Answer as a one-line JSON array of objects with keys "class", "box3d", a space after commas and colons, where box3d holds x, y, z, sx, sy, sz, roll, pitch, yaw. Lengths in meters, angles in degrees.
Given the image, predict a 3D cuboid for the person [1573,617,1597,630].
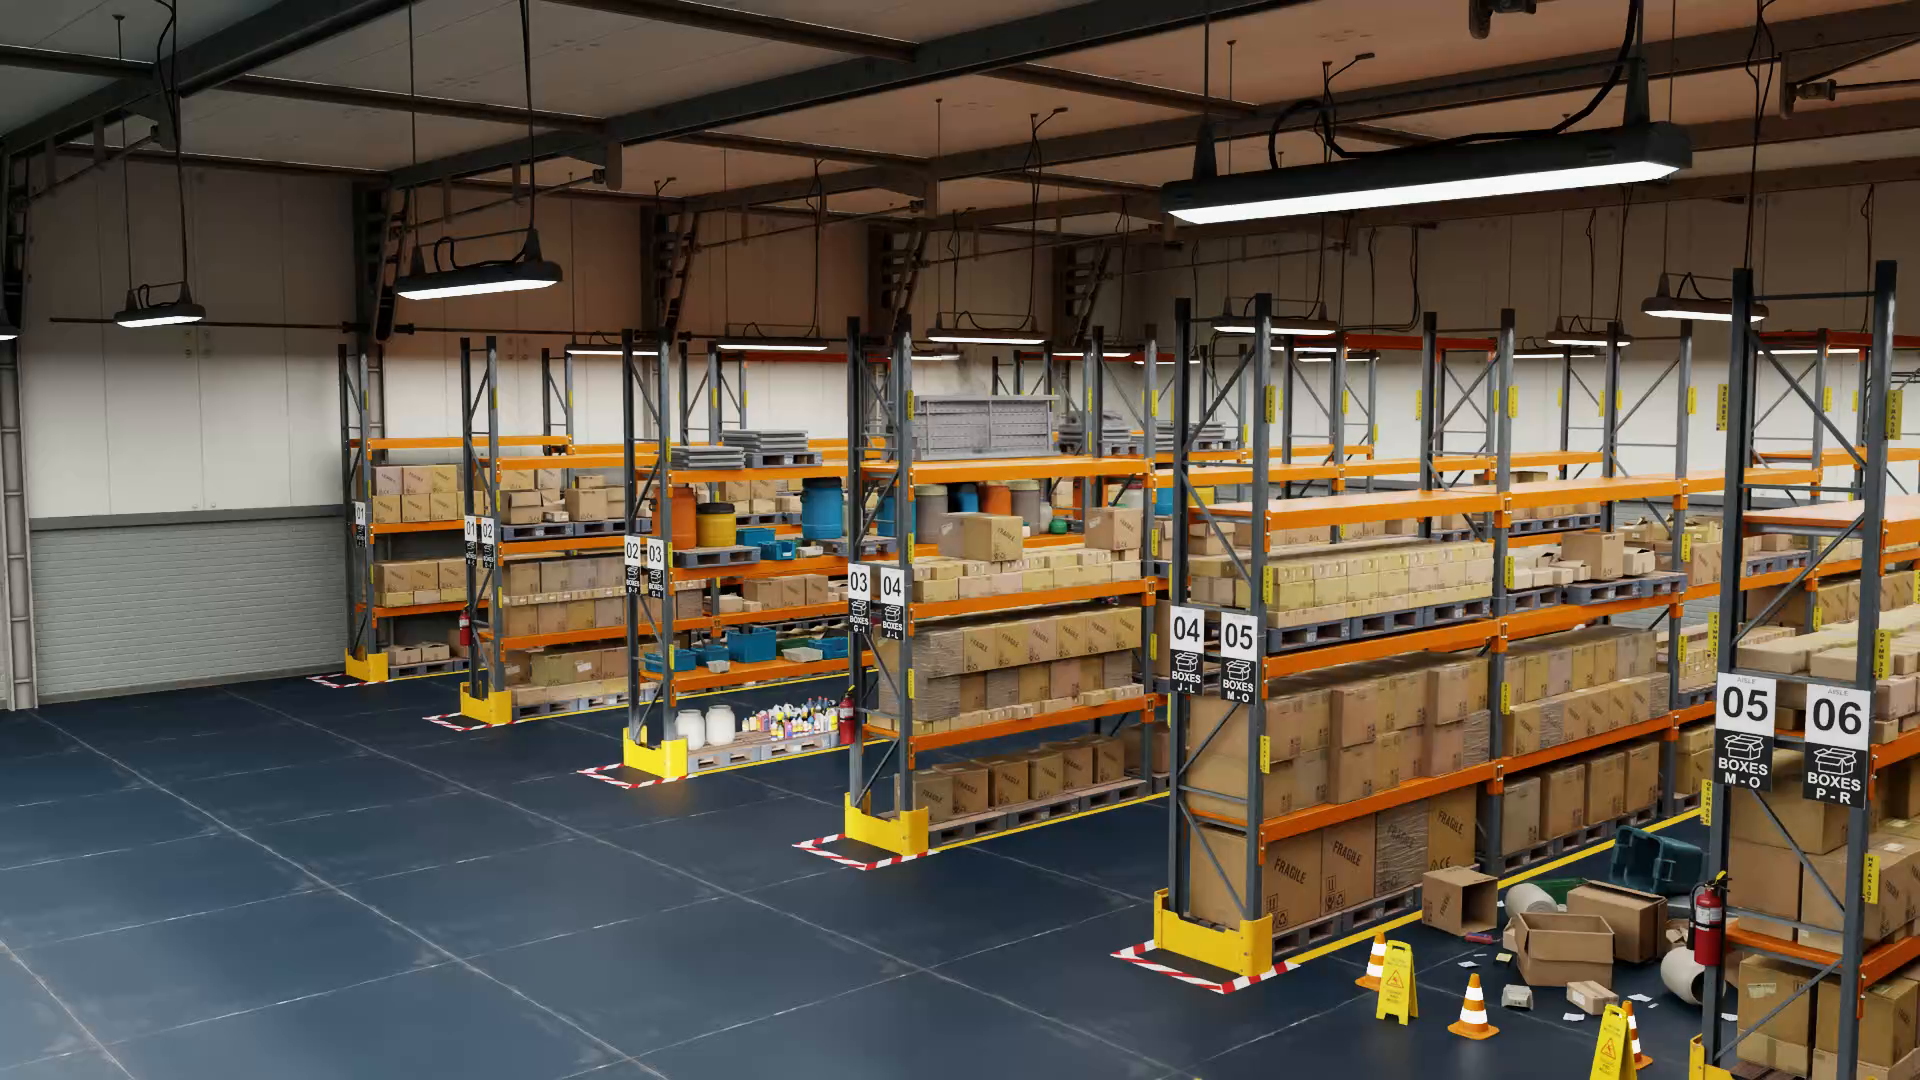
[{"class": "person", "box3d": [9.876, 1.943, 26.054, 0.640, 1.796, 0.890, 5, 7, 44]}]
